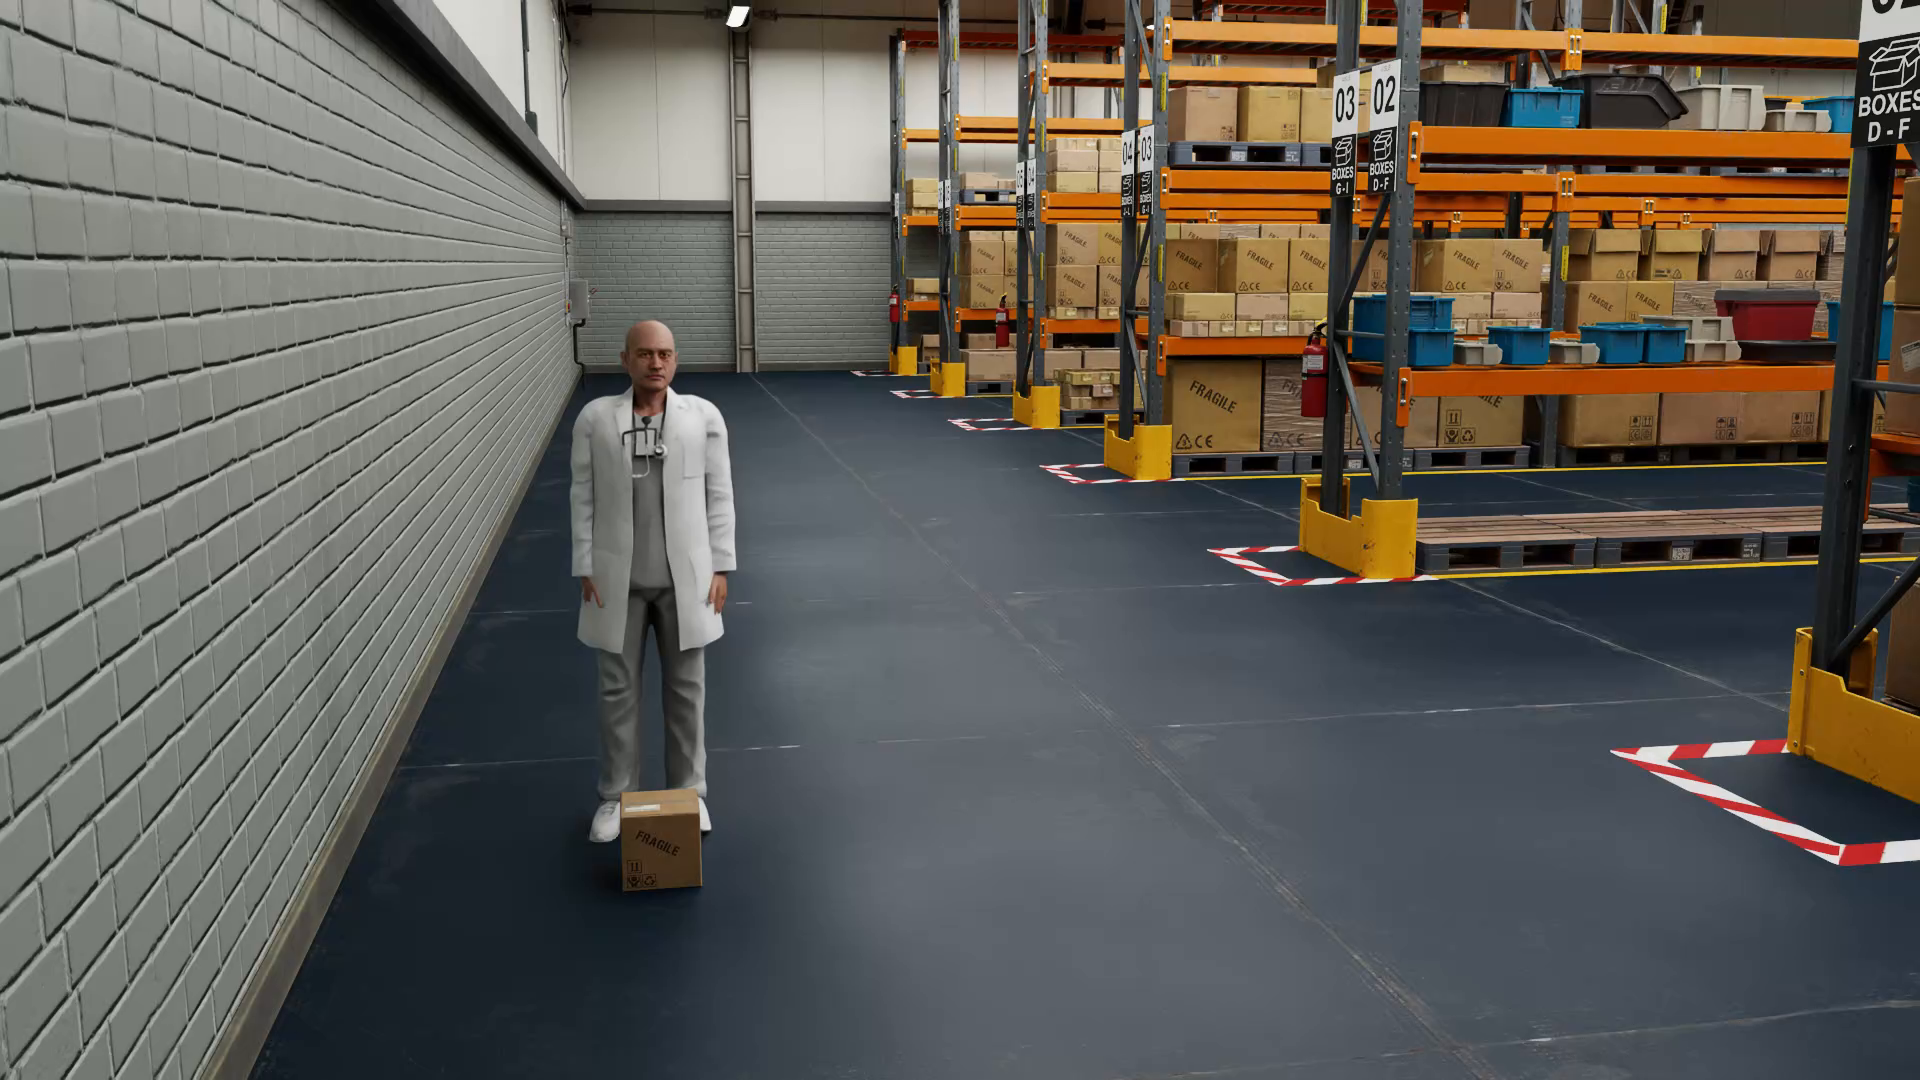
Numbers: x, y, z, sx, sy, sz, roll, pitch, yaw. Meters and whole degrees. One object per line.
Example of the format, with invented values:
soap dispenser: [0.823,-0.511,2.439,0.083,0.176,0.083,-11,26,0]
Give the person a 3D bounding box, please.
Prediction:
person: [-1.060,0.140,5.782,0.563,1.794,0.393,-2,10,-10]
